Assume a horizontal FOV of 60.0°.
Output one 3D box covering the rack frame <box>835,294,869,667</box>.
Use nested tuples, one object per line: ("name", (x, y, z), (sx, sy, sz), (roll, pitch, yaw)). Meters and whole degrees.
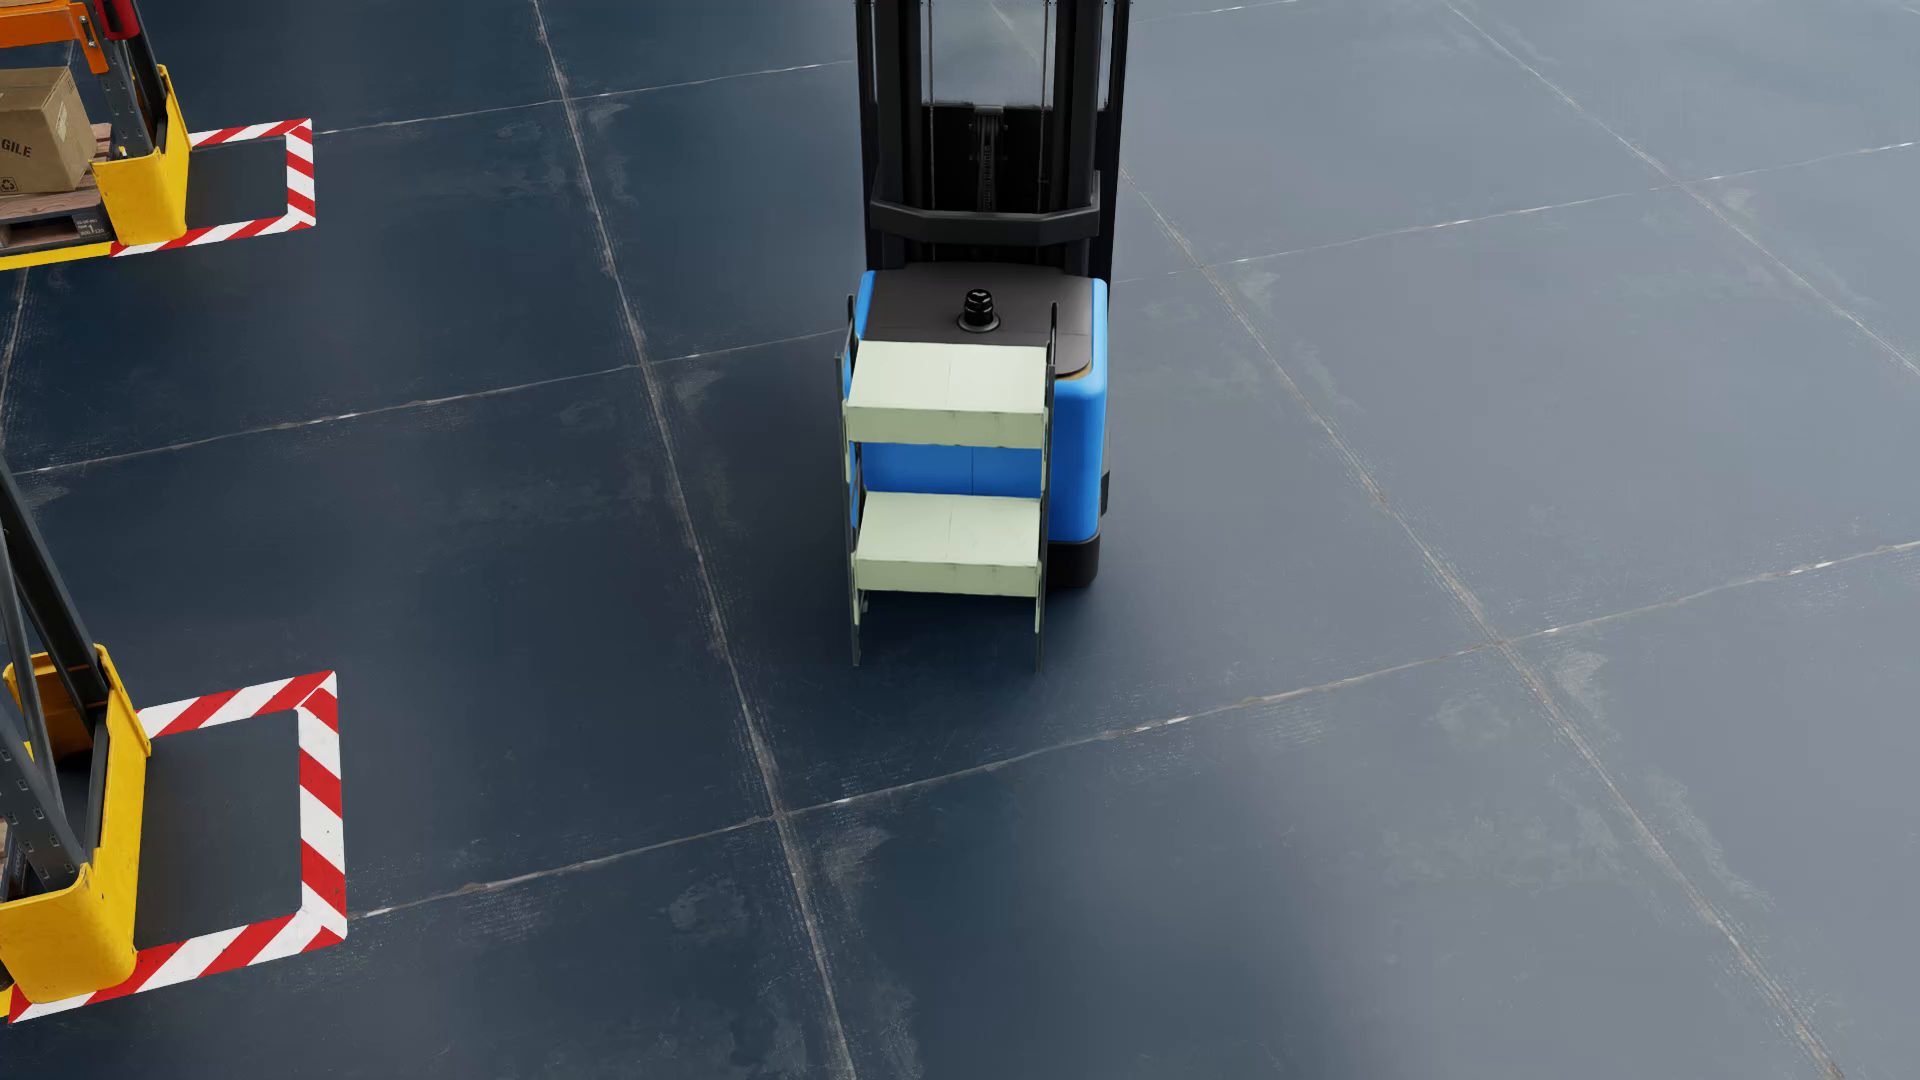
("rack frame", (-0.405, -0.188, 6.325), (0.023, 1.500, 0.400), (2, 41, 3))

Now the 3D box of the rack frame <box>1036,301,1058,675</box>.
("rack frame", (0.326, -0.157, 6.290), (0.023, 1.500, 0.400), (2, 41, 3))

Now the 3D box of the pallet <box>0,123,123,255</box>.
("pallet", (-5.387, -1.935, 9.304), (1.213, 0.211, 1.003), (-12, 42, -13))

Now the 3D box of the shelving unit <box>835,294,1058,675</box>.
("shelving unit", (-0.040, -0.172, 6.307), (0.755, 1.500, 0.431), (2, 41, 3))

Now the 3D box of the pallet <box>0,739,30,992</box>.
("pallet", (-3.877, 1.222, 5.691), (1.213, 0.211, 1.003), (-12, 42, -13))

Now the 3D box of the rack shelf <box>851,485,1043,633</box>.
("rack shelf", (-0.040, 0.073, 6.522), (0.720, 0.370, 0.431), (2, 41, 3))

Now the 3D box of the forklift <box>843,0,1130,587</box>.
("forklift", (0.145, -1.864, 7.156), (1.130, 2.935, 3.031), (2, 41, 3))

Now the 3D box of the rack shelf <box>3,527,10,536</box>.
("rack shelf", (-4.949, 0.636, 4.789), (4.000, 0.370, 1.077), (-12, 42, -13))

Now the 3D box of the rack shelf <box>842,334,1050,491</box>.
("rack shelf", (-0.040, -0.466, 6.051), (0.720, 0.370, 0.431), (2, 41, 3))

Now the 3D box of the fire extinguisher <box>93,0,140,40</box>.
("fire extinguisher", (-4.282, -2.842, 8.282), (0.183, 0.674, 0.296), (-12, 42, -13))

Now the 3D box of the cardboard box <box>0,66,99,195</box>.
("cardboard box", (-5.130, -2.242, 9.117), (0.500, 0.500, 0.500), (-4, 41, -5))

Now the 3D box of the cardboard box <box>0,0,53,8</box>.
("cardboard box", (-4.739, -2.858, 8.432), (0.250, 0.149, 0.380), (-12, 42, -13))

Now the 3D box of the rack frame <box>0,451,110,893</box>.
("rack frame", (-3.042, -0.030, 5.004), (0.127, 3.000, 1.000), (-12, 42, -13))

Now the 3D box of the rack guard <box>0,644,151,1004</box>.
("rack guard", (-3.100, 0.956, 5.776), (0.348, 0.500, 1.175), (-12, 42, -13))

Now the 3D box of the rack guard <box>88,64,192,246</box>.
("rack guard", (-4.602, -2.182, 9.367), (0.348, 0.500, 1.175), (-12, 42, -13))

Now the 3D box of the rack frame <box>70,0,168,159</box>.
("rack frame", (-4.529, -3.138, 8.562), (0.127, 3.000, 1.000), (-12, 42, -13))

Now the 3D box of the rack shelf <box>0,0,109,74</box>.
("rack shelf", (-6.437, -2.472, 8.346), (4.000, 0.370, 1.077), (-12, 42, -13))
